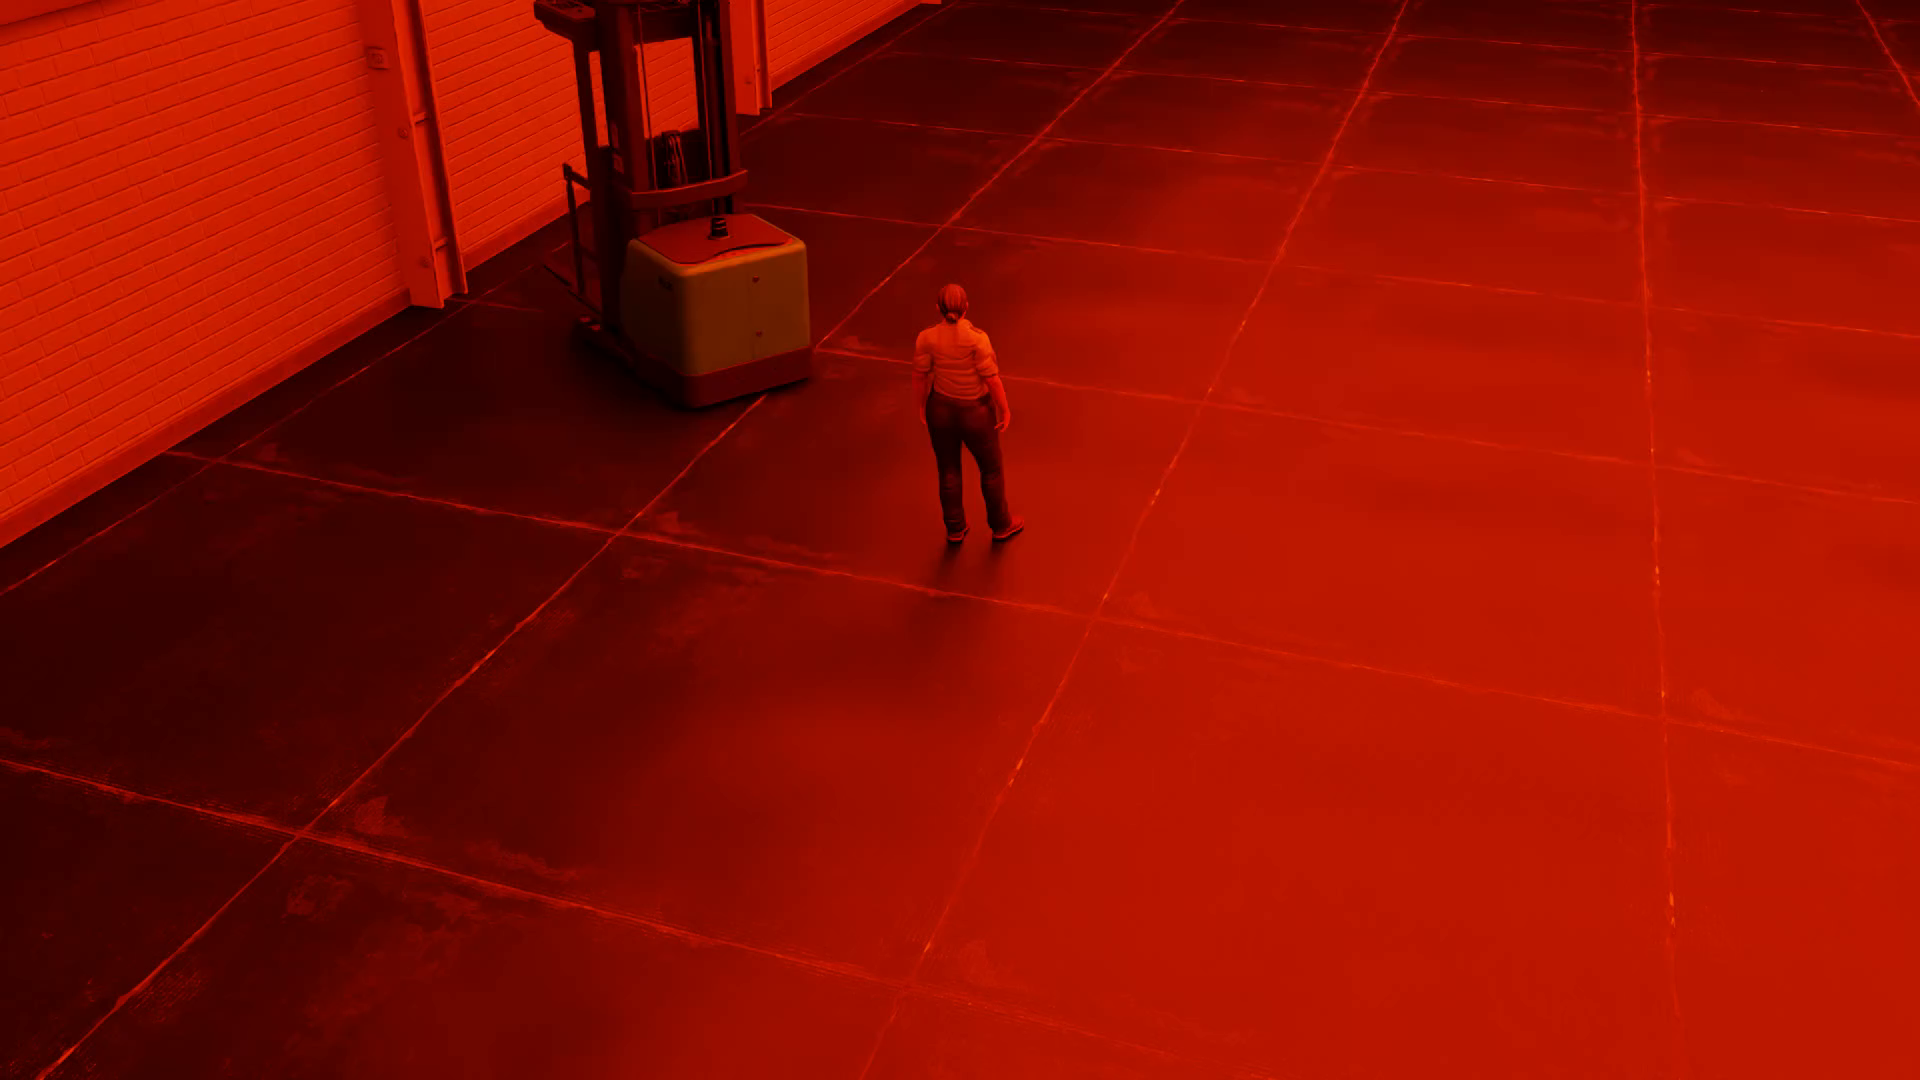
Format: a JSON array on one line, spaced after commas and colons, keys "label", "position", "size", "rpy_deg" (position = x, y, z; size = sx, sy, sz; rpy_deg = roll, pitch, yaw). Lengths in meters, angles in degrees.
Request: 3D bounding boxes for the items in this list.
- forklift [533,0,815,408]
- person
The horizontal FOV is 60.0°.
[{"label": "forklift", "position": [-2.318, -2.872, 12.175], "size": [1.130, 2.935, 3.031], "rpy_deg": [-19, 35, -30]}, {"label": "person", "position": [0.050, -0.760, 9.751], "size": [0.599, 1.650, 0.503], "rpy_deg": [10, 31, 16]}]
